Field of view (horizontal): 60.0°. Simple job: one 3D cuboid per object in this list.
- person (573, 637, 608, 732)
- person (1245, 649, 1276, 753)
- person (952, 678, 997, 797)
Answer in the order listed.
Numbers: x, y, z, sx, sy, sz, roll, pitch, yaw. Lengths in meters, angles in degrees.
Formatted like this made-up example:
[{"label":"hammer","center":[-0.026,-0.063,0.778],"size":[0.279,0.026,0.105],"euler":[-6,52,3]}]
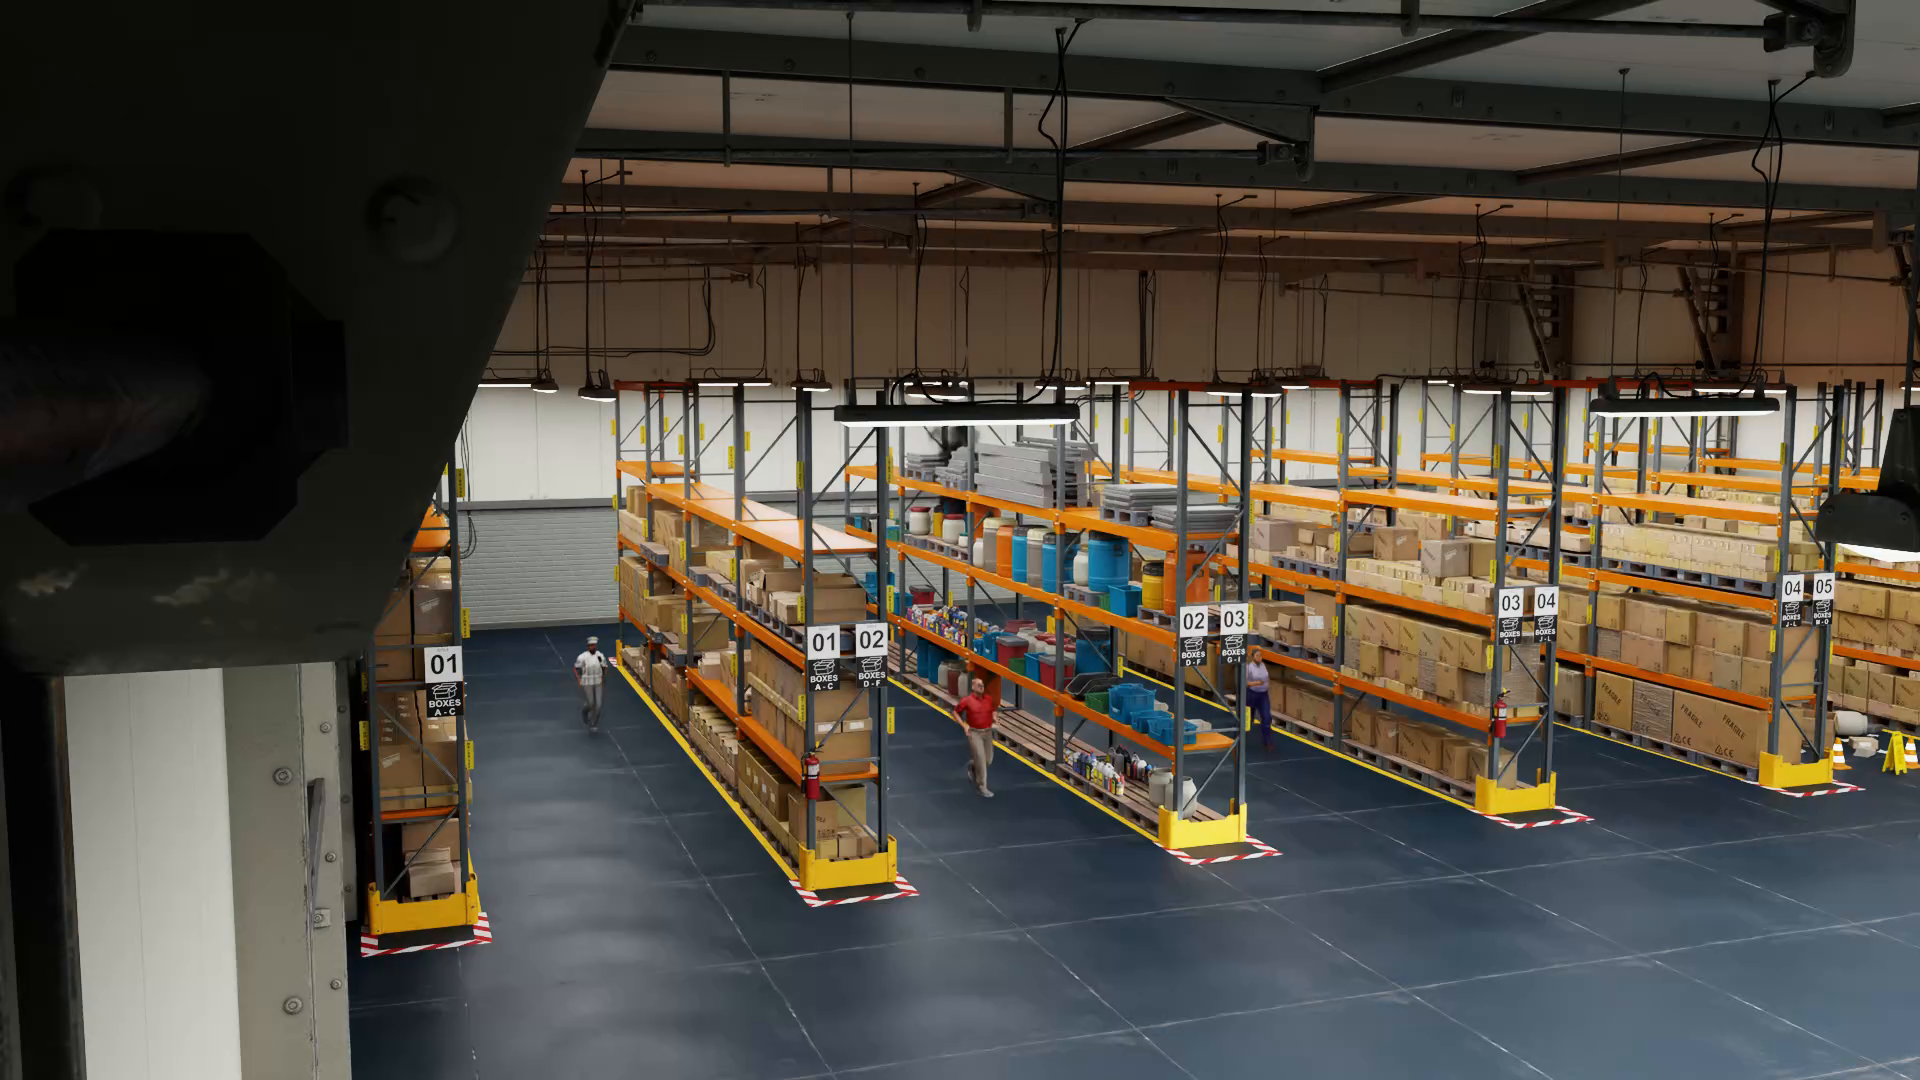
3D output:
[{"label":"person","center":[-6.336,2.485,28.681],"size":[0.580,1.660,0.557],"euler":[-3,7,-28]},{"label":"person","center":[4.860,2.601,27.268],"size":[0.602,1.645,0.913],"euler":[-2,7,-22]},{"label":"person","center":[0.268,2.888,24.582],"size":[0.676,1.692,0.865],"euler":[-4,7,-32]}]
